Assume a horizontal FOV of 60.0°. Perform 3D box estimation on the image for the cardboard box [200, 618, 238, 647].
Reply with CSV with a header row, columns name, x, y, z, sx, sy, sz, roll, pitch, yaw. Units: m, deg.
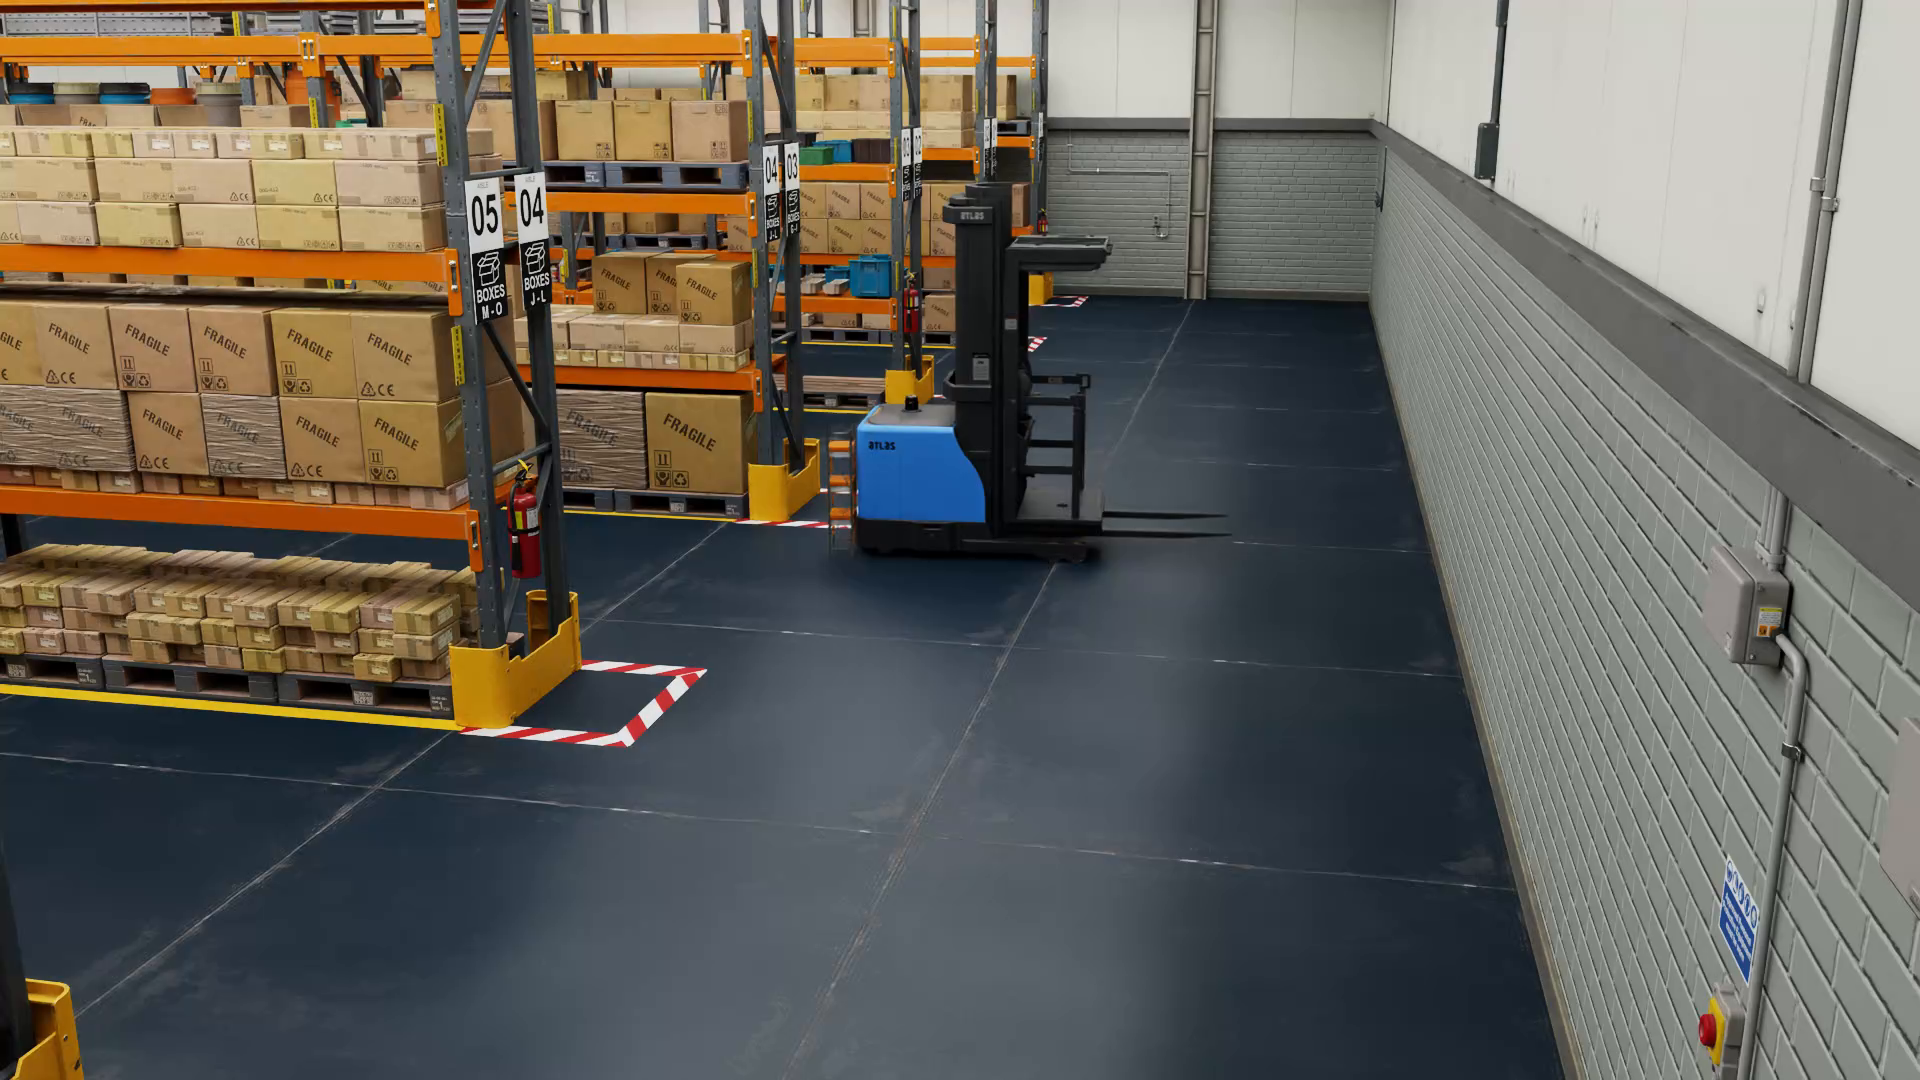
name,x,y,z,sx,sy,sz,roll,pitch,yaw
cardboard box,-4.534,0.533,10.444,0.250,0.149,0.380,4,16,14

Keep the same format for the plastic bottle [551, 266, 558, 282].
name,x,y,z,sx,sy,sz,roll,pitch,yaw
plastic bottle,-5.059,-3.316,20.716,0.097,0.201,0.097,0,15,0

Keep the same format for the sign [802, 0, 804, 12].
name,x,y,z,sx,sy,sz,roll,pitch,yaw
sign,-2.660,-9.101,28.091,0.005,0.325,0.100,3,16,11

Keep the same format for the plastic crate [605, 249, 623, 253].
name,x,y,z,sx,sy,sz,roll,pitch,yaw
plastic crate,-4.012,-3.358,20.412,0.575,0.384,0.392,3,16,11

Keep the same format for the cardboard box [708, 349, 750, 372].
name,x,y,z,sx,sy,sz,roll,pitch,yaw
cardboard box,-2.020,-1.575,14.531,0.250,0.149,0.380,3,16,12

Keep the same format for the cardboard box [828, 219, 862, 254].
name,x,y,z,sx,sy,sz,roll,pitch,yaw
cardboard box,-1.611,-4.437,24.204,0.500,0.500,0.500,3,16,10

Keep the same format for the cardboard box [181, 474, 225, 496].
name,x,y,z,sx,sy,sz,roll,pitch,yaw
cardboard box,-4.576,-0.395,10.271,0.250,0.149,0.380,3,16,12

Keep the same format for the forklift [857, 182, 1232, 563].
name,x,y,z,sx,sy,sz,roll,pitch,yaw
forklift,0.712,-1.377,13.473,3.031,2.935,1.130,2,16,6

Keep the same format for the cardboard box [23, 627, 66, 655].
name,x,y,z,sx,sy,sz,roll,pitch,yaw
cardboard box,-5.805,0.604,10.745,0.250,0.149,0.380,3,16,11

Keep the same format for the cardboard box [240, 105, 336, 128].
name,x,y,z,sx,sy,sz,roll,pitch,yaw
cardboard box,-6.095,-3.701,15.140,0.500,0.500,0.700,3,16,12

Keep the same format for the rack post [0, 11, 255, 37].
name,x,y,z,sx,sy,sz,roll,pitch,yaw
rack post,-10.430,-6.603,20.598,3.121,1.000,1.013,3,16,11

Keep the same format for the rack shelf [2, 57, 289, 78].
name,x,y,z,sx,sy,sz,roll,pitch,yaw
rack shelf,-10.417,-5.943,20.687,4.000,0.370,1.077,3,16,11

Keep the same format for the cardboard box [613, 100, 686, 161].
name,x,y,z,sx,sy,sz,roll,pitch,yaw
cardboard box,-2.653,-3.583,14.528,0.500,0.500,0.700,3,16,9

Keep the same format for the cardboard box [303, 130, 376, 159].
name,x,y,z,sx,sy,sz,roll,pitch,yaw
cardboard box,-3.551,-2.271,9.550,0.250,0.149,0.380,3,16,9

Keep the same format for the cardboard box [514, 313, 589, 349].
name,x,y,z,sx,sy,sz,roll,pitch,yaw
cardboard box,-3.640,-1.872,14.854,0.500,0.250,0.500,3,16,11

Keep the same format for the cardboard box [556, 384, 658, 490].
name,x,y,z,sx,sy,sz,roll,pitch,yaw
cardboard box,-3.140,-1.004,15.190,0.875,0.875,0.875,3,16,11

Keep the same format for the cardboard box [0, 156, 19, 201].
name,x,y,z,sx,sy,sz,roll,pitch,yaw
cardboard box,-5.701,-2.182,9.977,0.500,0.250,0.500,3,16,11

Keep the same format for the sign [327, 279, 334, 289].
name,x,y,z,sx,sy,sz,roll,pitch,yaw
sign,-5.623,-2.354,14.850,0.005,0.325,0.100,3,16,11

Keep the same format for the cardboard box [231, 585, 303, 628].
name,x,y,z,sx,sy,sz,roll,pitch,yaw
cardboard box,-4.291,0.412,10.324,0.250,0.149,0.380,4,16,13

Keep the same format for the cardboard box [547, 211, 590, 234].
name,x,y,z,sx,sy,sz,roll,pitch,yaw
cardboard box,-5.969,-4.928,25.191,0.500,0.500,0.700,6,17,22

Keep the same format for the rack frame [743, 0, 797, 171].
name,x,y,z,sx,sy,sz,roll,pitch,yaw
rack frame,-1.605,-4.655,13.939,0.127,3.000,1.000,3,16,11

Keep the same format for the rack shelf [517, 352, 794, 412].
name,x,y,z,sx,sy,sz,roll,pitch,yaw
rack shelf,-3.565,-1.523,15.220,4.000,0.370,1.077,3,16,11

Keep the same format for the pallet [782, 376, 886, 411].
name,x,y,z,sx,sy,sz,roll,pitch,yaw
pallet,-1.418,-1.770,19.985,1.213,0.211,1.003,3,16,11

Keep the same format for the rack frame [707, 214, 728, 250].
name,x,y,z,sx,sy,sz,roll,pitch,yaw
rack frame,-3.547,-4.568,24.863,0.127,3.000,1.000,3,16,11

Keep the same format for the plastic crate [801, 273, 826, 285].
name,x,y,z,sx,sy,sz,roll,pitch,yaw
plastic crate,-1.757,-3.135,20.073,0.298,0.136,0.250,3,16,11

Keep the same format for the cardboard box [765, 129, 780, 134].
name,x,y,z,sx,sy,sz,roll,pitch,yaw
cardboard box,-2.631,-5.823,24.055,0.500,0.250,0.500,3,16,11

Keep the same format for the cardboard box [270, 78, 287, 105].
name,x,y,z,sx,sy,sz,roll,pitch,yaw
cardboard box,-10.227,-6.863,25.619,0.500,0.500,0.500,5,16,16

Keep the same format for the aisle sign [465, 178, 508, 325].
name,x,y,z,sx,sy,sz,roll,pitch,yaw
aisle sign,-2.681,-1.642,9.431,0.004,0.787,0.394,3,16,11

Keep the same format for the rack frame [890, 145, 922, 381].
name,x,y,z,sx,sy,sz,roll,pitch,yaw
rack frame,-0.618,-3.059,19.418,0.127,3.000,1.000,3,16,11

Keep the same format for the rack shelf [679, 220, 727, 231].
name,x,y,z,sx,sy,sz,roll,pitch,yaw
rack shelf,-4.523,-5.623,30.022,4.000,0.370,1.077,3,16,11

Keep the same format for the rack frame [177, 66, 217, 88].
name,x,y,z,sx,sy,sz,roll,pitch,yaw
rack frame,-14.323,-9.393,31.045,0.127,3.000,1.000,3,16,11

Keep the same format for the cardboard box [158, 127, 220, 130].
name,x,y,z,sx,sy,sz,roll,pitch,yaw
cardboard box,-4.726,-2.475,10.288,0.250,0.149,0.380,3,16,10

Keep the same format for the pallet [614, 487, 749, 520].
name,x,y,z,sx,sy,sz,roll,pitch,yaw
pallet,-2.404,-0.442,15.192,1.213,0.211,1.003,3,16,11

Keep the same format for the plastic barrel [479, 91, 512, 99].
name,x,y,z,sx,sy,sz,roll,pitch,yaw
plastic barrel,-5.473,-5.006,19.688,0.600,0.588,0.600,0,15,0

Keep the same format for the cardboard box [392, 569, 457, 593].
name,x,y,z,sx,sy,sz,roll,pitch,yaw
cardboard box,-3.432,0.313,10.681,0.250,0.149,0.380,3,16,12

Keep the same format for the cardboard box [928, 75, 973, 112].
name,x,y,z,sx,sy,sz,roll,pitch,yaw
cardboard box,-0.134,-6.354,23.631,0.500,0.500,0.700,3,16,11

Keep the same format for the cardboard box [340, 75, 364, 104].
name,x,y,z,sx,sy,sz,roll,pitch,yaw
cardboard box,-10.948,-8.230,30.368,0.500,0.500,0.500,2,16,6

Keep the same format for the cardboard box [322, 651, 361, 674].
name,x,y,z,sx,sy,sz,roll,pitch,yaw
cardboard box,-3.764,0.703,10.390,0.250,0.149,0.380,3,16,11

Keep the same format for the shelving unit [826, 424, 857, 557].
name,x,y,z,sx,sy,sz,roll,pitch,yaw
shelving unit,-0.958,-0.402,13.475,0.215,1.050,0.252,1,15,2

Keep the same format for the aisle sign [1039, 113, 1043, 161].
name,x,y,z,sx,sy,sz,roll,pitch,yaw
aisle sign,1.367,-6.822,28.129,0.004,0.787,0.394,3,16,11

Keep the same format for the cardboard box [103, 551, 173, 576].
name,x,y,z,sx,sy,sz,roll,pitch,yaw
cardboard box,-5.469,0.200,11.090,0.250,0.149,0.380,4,16,13

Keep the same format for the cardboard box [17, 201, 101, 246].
name,x,y,z,sx,sy,sz,roll,pitch,yaw
cardboard box,-5.212,-1.907,9.919,0.500,0.250,0.500,4,16,13

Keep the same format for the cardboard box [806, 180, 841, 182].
name,x,y,z,sx,sy,sz,roll,pitch,yaw
cardboard box,-2.003,-5.085,24.671,0.500,0.500,0.500,3,16,12

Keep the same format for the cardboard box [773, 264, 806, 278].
name,x,y,z,sx,sy,sz,roll,pitch,yaw
cardboard box,-3.226,-5.031,29.775,0.750,0.750,0.750,3,16,12

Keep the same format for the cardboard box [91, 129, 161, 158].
name,x,y,z,sx,sy,sz,roll,pitch,yaw
cardboard box,-4.838,-2.319,9.723,0.250,0.149,0.380,3,16,9

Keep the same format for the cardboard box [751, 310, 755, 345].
name,x,y,z,sx,sy,sz,roll,pitch,yaw
cardboard box,-2.021,-1.931,15.068,0.500,0.250,0.500,3,16,10

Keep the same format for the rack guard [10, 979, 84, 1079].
name,x,y,z,sx,sy,sz,roll,pitch,yaw
rack guard,-3.556,2.035,5.710,0.348,0.500,1.175,3,16,11

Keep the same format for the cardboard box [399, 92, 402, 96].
name,x,y,z,sx,sy,sz,roll,pitch,yaw
cardboard box,-9.883,-7.935,30.428,0.500,0.500,0.500,5,16,19

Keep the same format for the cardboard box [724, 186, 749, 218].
name,x,y,z,sx,sy,sz,roll,pitch,yaw
cardboard box,-3.141,-4.999,24.360,0.500,0.500,0.500,4,16,13

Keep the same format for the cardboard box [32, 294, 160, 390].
name,x,y,z,sx,sy,sz,roll,pitch,yaw
cardboard box,-5.220,-1.211,10.129,0.500,0.500,0.500,3,16,12

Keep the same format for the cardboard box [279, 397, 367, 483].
name,x,y,z,sx,sy,sz,roll,pitch,yaw
cardboard box,-3.688,-0.648,9.969,0.500,0.500,0.500,3,16,10

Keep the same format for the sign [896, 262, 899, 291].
name,x,y,z,sx,sy,sz,roll,pitch,yaw
sign,-0.712,-2.993,18.873,0.005,0.325,0.100,3,16,11

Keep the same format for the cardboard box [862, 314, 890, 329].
name,x,y,z,sx,sy,sz,roll,pitch,yaw
cardboard box,-1.134,-3.265,24.486,0.500,0.250,0.500,3,16,11

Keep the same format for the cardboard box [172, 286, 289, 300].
name,x,y,z,sx,sy,sz,roll,pitch,yaw
cardboard box,-4.580,-1.323,10.532,0.500,0.500,0.500,3,16,9

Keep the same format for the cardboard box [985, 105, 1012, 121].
name,x,y,z,sx,sy,sz,roll,pitch,yaw
cardboard box,0.586,-7.244,28.214,0.500,0.250,0.500,4,16,13

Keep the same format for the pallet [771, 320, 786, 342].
name,x,y,z,sx,sy,sz,roll,pitch,yaw
pallet,-2.874,-3.187,25.102,1.213,0.211,1.003,3,16,11

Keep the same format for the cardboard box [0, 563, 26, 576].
name,x,y,z,sx,sy,sz,roll,pitch,yaw
cardboard box,-6.316,0.273,10.827,0.250,0.149,0.380,4,16,13
